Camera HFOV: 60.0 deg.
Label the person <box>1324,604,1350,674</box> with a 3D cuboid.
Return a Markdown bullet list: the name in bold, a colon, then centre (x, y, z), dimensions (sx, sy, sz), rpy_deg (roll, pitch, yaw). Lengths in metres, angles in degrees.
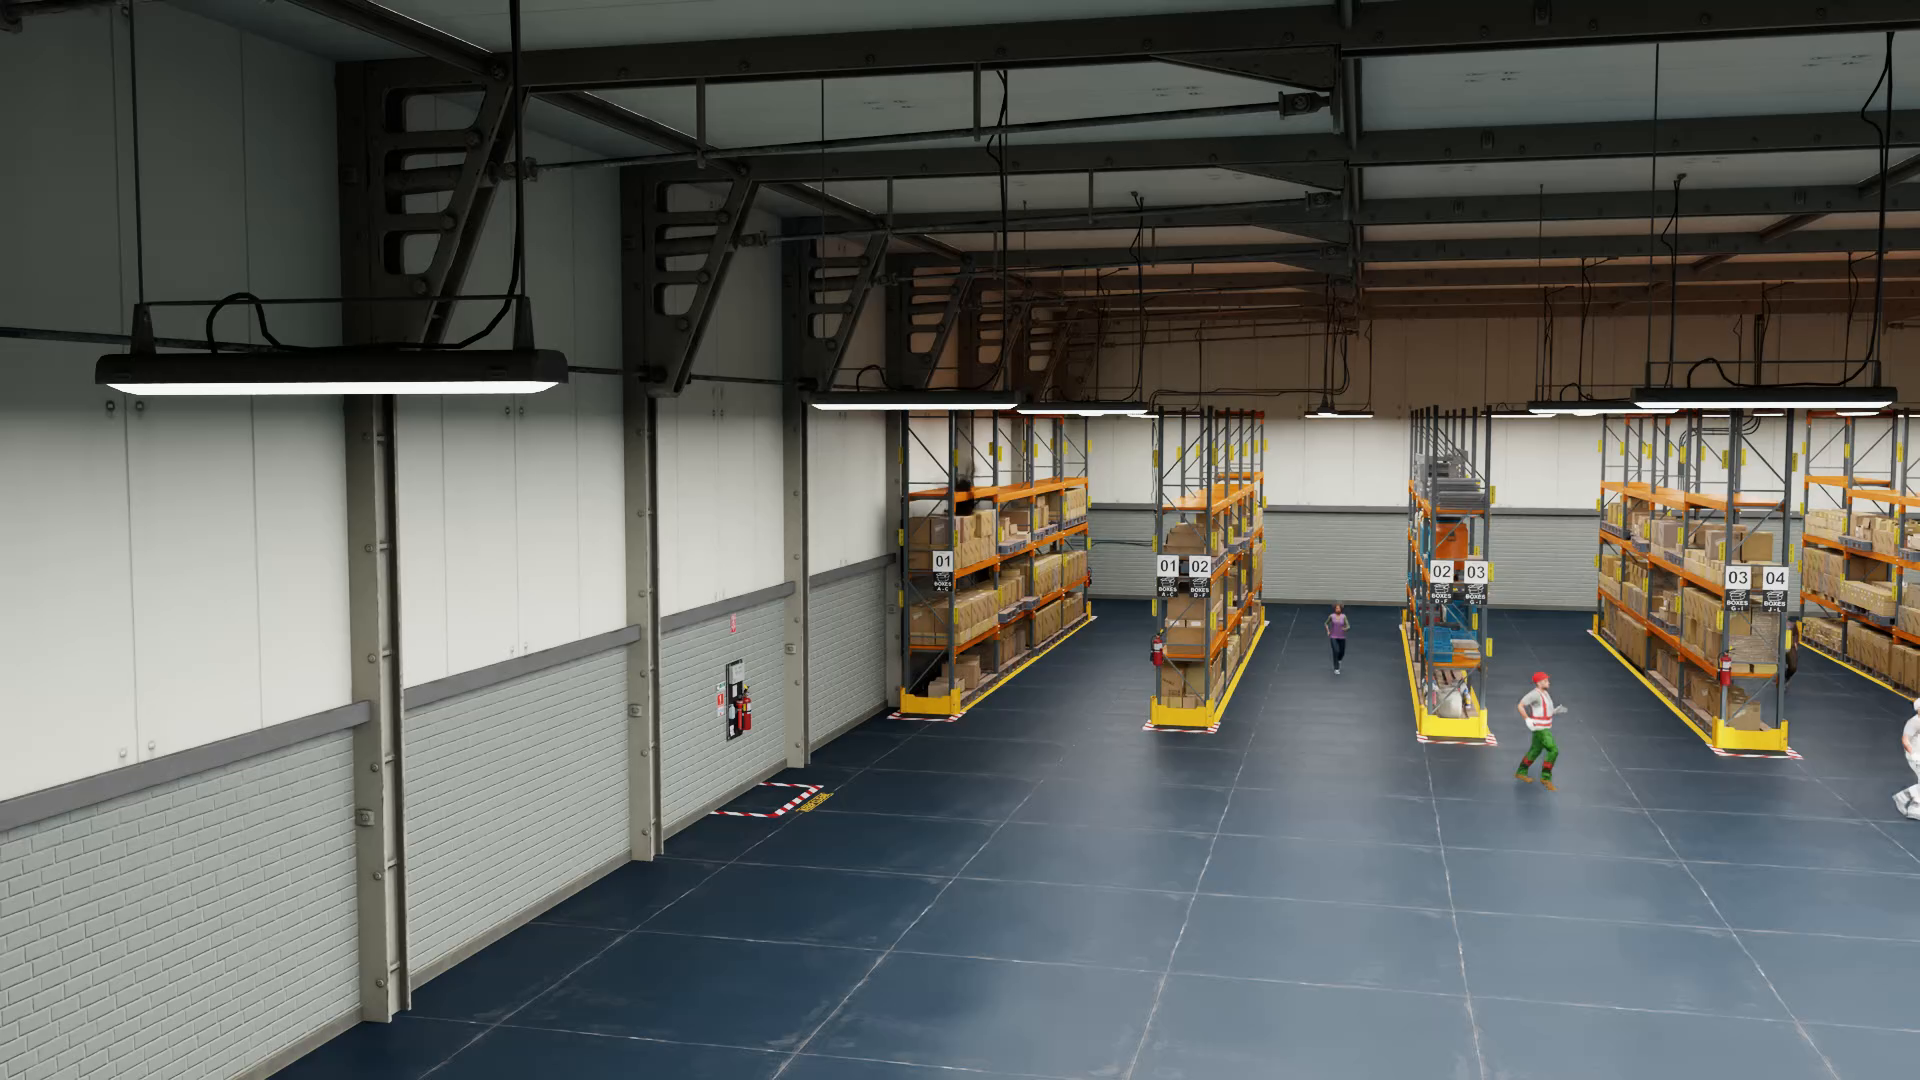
- **person**: centre (8.560, 2.227, 37.742), dimensions (0.548, 1.568, 0.805), rpy_deg (0, 4, 6)

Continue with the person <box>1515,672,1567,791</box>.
- **person**: centre (9.040, 2.971, 25.887), dimensions (0.774, 1.846, 0.643), rpy_deg (2, 5, 31)

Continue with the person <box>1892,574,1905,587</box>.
- **person**: centre (24.826, 1.708, 44.030), dimensions (0.706, 1.750, 0.730), rpy_deg (1, 4, 18)

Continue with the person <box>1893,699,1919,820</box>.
- **person**: centre (13.766, 3.139, 23.857), dimensions (0.590, 1.752, 0.673), rpy_deg (4, 6, 42)

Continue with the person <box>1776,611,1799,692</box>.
- **person**: centre (17.383, 2.337, 35.028), dimensions (0.702, 1.730, 0.634), rpy_deg (0, 4, 7)
